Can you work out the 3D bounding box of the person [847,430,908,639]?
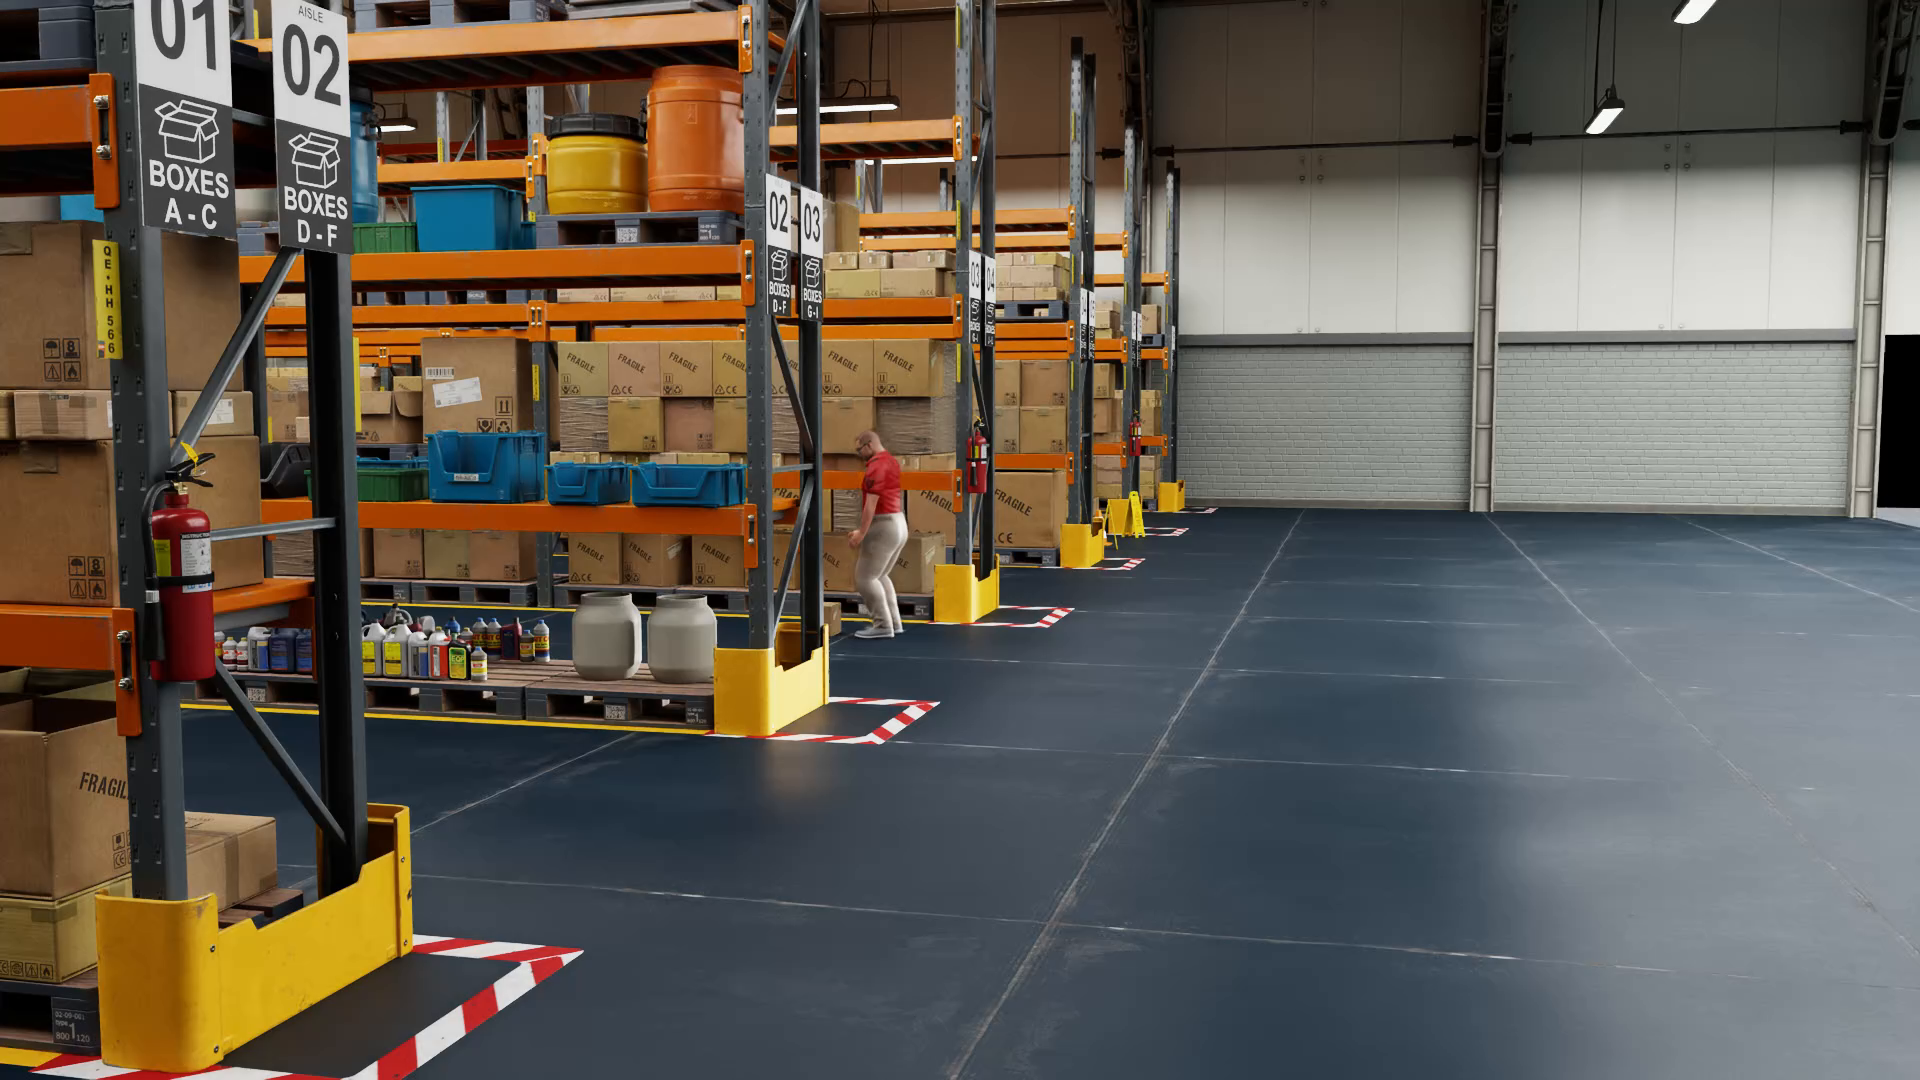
[{"bbox_3d":[-0.672,-0.045,13.496,0.383,1.688,0.553,1,5,15],"label":"person"}]
